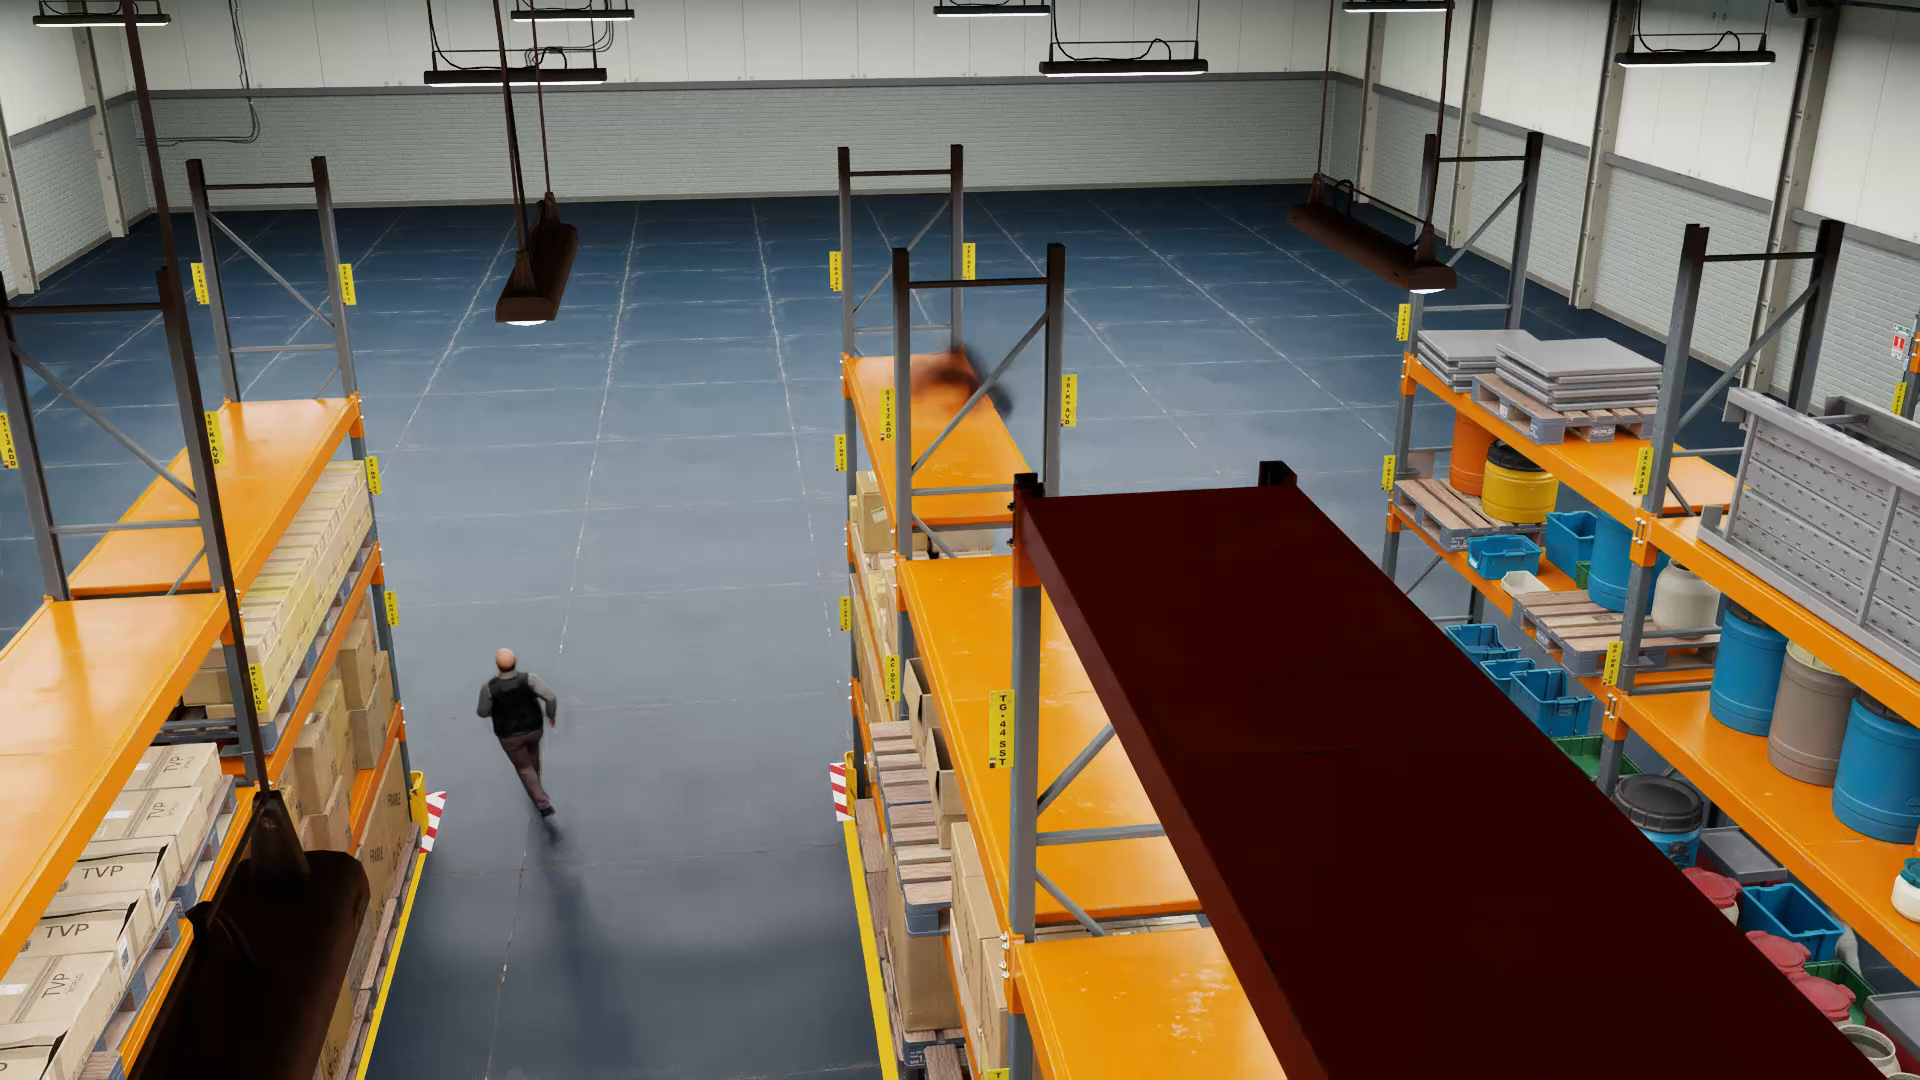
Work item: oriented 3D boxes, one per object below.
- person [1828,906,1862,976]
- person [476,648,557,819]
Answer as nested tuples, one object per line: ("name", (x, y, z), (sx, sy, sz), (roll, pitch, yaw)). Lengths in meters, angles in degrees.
("person", (6.851, 2.614, 12.802), (0.594, 1.701, 0.775), (-5, 22, -12))
("person", (-3.999, 1.714, 14.969), (0.665, 1.701, 0.901), (-12, 24, -27))
